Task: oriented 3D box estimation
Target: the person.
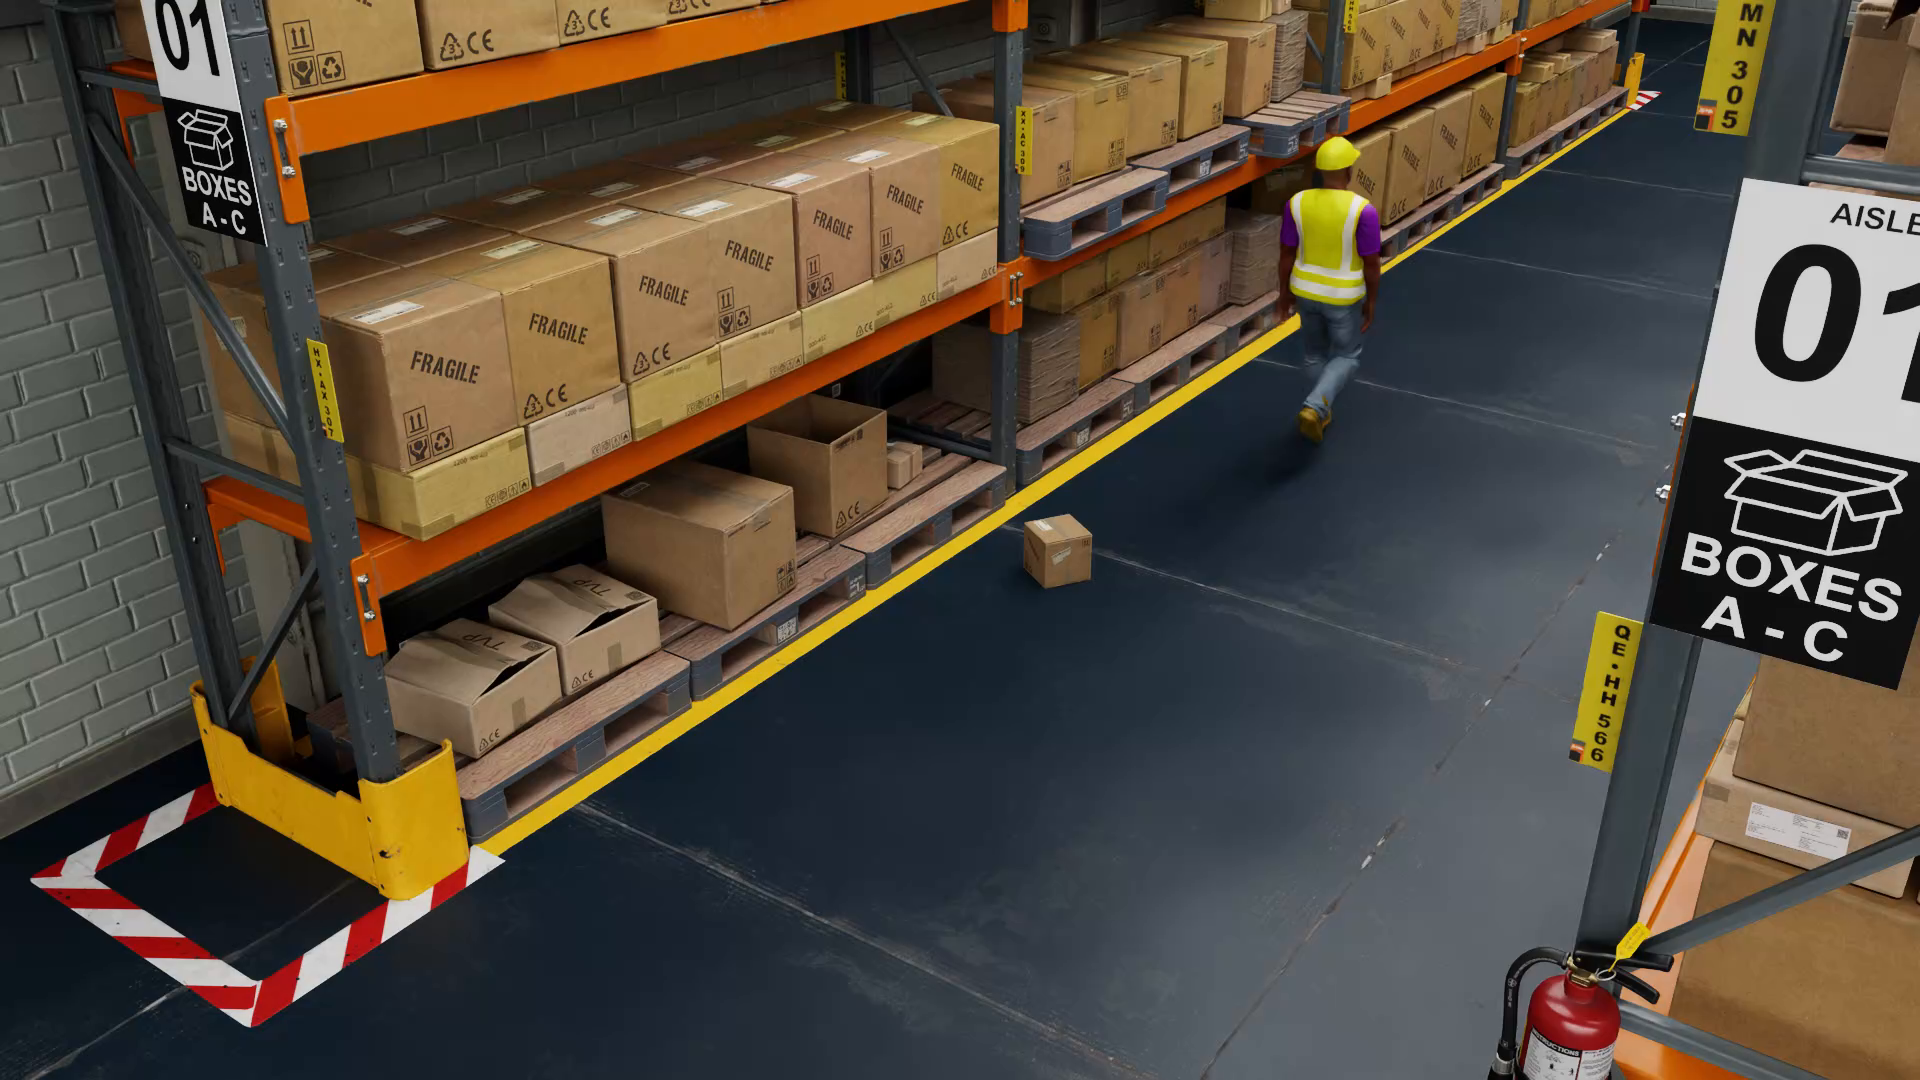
[{"bbox_3d":[2.046,-1.362,9.259,0.575,1.749,0.734,17,31,30],"label":"person"}]
